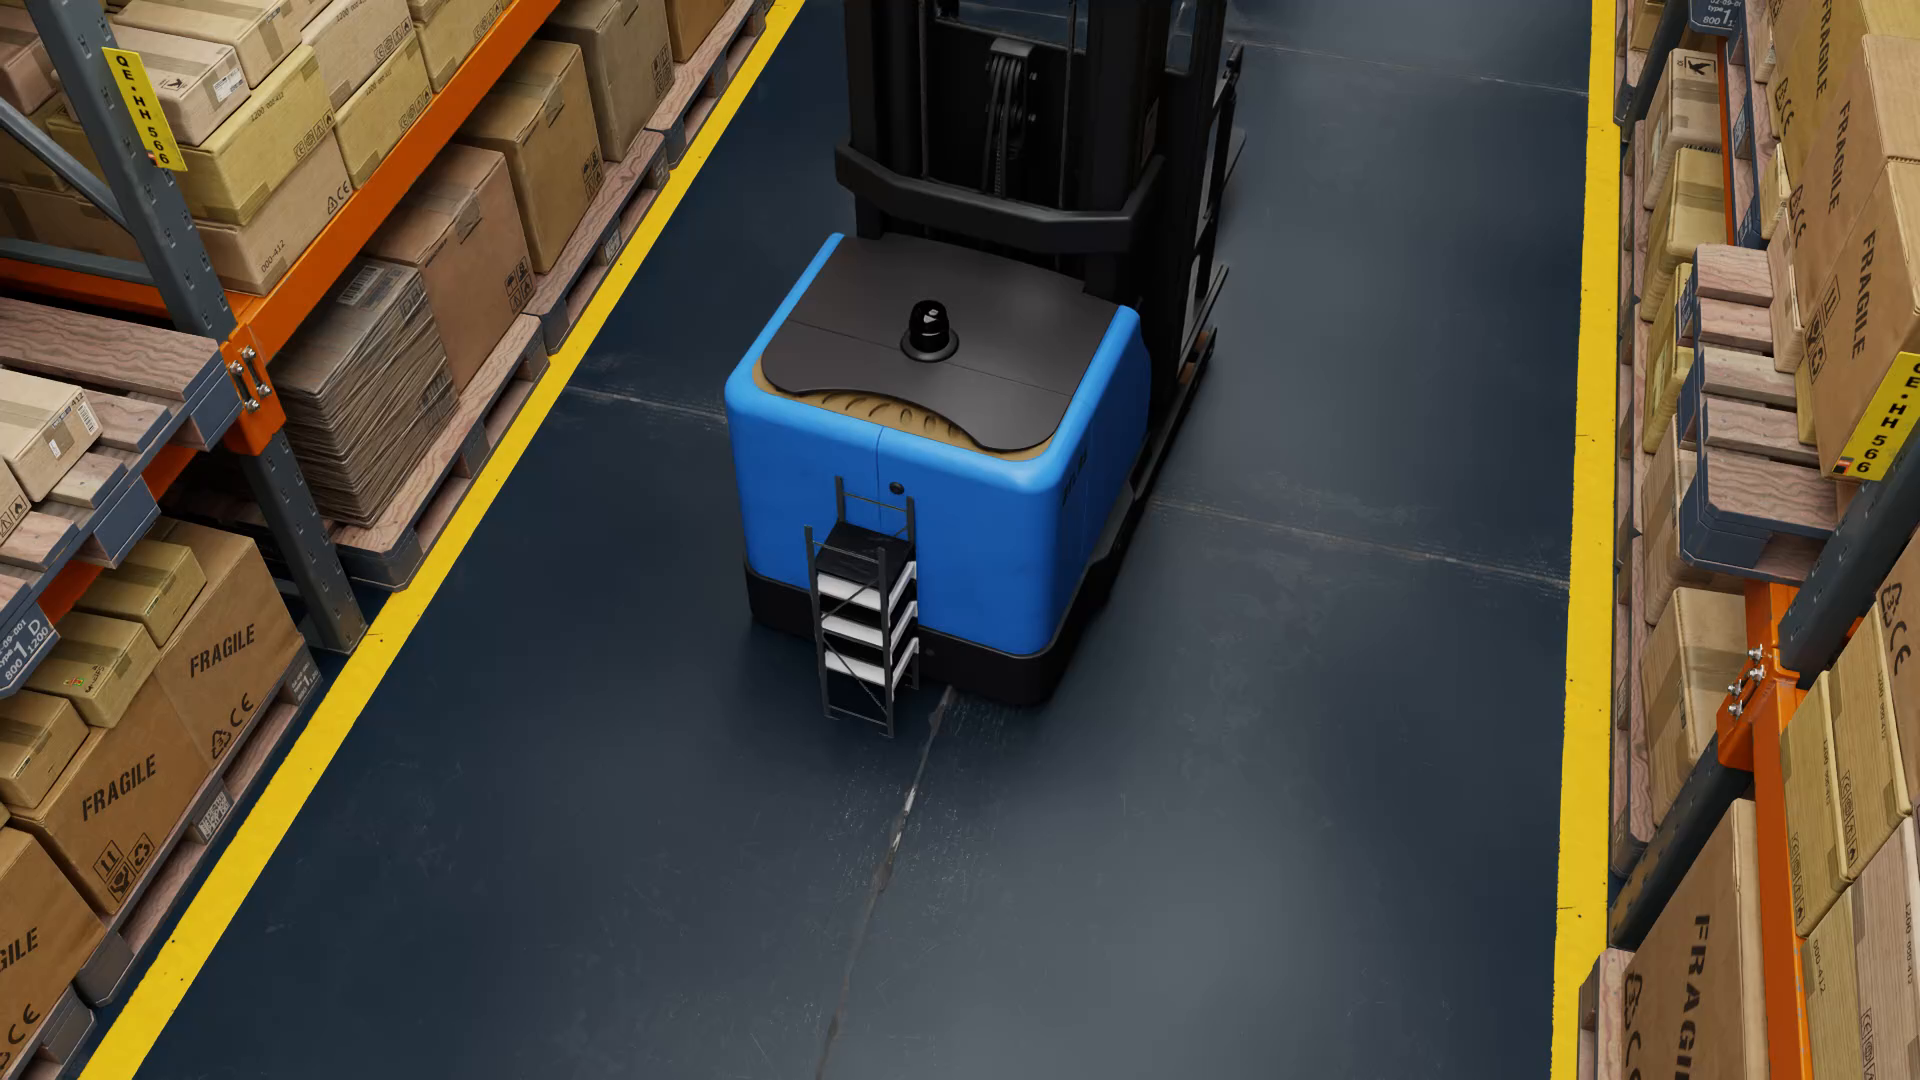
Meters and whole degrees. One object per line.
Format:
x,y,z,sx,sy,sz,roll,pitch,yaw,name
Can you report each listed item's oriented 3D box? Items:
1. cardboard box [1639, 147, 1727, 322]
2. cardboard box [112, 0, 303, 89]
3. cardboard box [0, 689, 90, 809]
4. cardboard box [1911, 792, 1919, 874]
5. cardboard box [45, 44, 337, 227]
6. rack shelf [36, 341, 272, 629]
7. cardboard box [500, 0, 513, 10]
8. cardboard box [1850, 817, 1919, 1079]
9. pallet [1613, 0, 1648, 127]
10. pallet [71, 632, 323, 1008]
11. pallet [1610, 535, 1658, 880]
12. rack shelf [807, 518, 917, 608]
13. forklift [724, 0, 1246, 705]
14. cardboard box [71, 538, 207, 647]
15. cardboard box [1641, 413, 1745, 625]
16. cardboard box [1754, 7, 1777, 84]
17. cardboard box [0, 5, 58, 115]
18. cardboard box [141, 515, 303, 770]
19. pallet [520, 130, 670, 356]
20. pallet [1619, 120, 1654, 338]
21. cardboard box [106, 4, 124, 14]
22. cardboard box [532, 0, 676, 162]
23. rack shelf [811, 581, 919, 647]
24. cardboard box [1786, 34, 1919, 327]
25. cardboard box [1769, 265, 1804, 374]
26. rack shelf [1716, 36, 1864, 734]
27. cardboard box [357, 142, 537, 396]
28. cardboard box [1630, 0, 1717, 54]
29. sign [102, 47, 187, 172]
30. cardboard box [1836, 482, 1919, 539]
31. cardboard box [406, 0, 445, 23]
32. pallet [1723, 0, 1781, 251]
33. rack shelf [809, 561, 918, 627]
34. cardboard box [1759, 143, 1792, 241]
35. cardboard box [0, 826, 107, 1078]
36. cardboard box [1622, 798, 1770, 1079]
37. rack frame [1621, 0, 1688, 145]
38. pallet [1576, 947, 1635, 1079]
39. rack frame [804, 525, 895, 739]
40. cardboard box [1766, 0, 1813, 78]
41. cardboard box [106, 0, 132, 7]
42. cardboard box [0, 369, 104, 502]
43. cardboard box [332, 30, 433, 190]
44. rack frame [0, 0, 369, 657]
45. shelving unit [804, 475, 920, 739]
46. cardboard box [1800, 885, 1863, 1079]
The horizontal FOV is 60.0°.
3.071,-1.041,6.140,0.950,0.372,0.625,14,50,12,cardboard box
-2.013,-1.369,4.458,0.380,0.149,0.250,13,50,11,cardboard box
-2.489,0.511,4.253,0.380,0.149,0.250,10,49,9,cardboard box
1.853,0.527,2.551,0.500,0.500,0.500,12,50,10,cardboard box
-2.073,-1.139,4.521,0.500,0.250,0.500,12,50,10,cardboard box
-2.976,0.929,3.409,1.077,0.370,4.000,12,50,10,rack shelf
-1.693,-2.090,5.694,0.500,0.250,0.500,13,50,11,cardboard box
1.831,0.797,2.812,0.500,0.250,0.500,13,50,11,cardboard box
3.535,-2.242,7.588,1.003,0.211,1.213,12,50,10,pallet
-2.683,0.700,4.991,1.003,0.211,1.213,12,50,10,pallet
2.547,0.579,5.098,1.003,0.211,1.213,12,50,10,pallet
-0.280,0.064,4.778,0.258,0.077,0.200,17,51,14,rack shelf
0.324,-1.582,5.191,1.130,2.935,3.031,17,51,14,forklift
-2.335,0.126,4.593,0.380,0.149,0.250,9,49,8,cardboard box
2.685,0.010,5.213,0.950,0.372,0.625,11,49,9,cardboard box
2.573,-1.453,4.919,0.380,0.149,0.250,13,50,11,cardboard box
-2.559,-1.278,4.378,0.380,0.149,0.250,13,50,11,cardboard box
-2.354,0.281,4.888,0.500,0.500,0.500,13,50,11,cardboard box
-1.872,-1.300,6.756,1.003,0.211,1.213,12,50,10,pallet
3.189,-1.186,6.656,1.003,0.211,1.213,12,50,10,pallet
-2.467,-1.621,4.947,0.500,0.250,0.500,12,50,10,cardboard box
-1.735,-2.062,6.873,0.875,0.625,0.625,11,50,10,cardboard box
-0.280,0.183,4.913,0.258,0.077,0.200,17,51,14,rack shelf
2.317,-0.809,3.918,0.500,0.500,0.500,11,49,9,cardboard box
2.223,-0.517,4.093,0.380,0.149,0.250,11,50,10,cardboard box
2.866,-0.987,5.100,1.077,0.370,4.000,12,50,10,rack shelf
-2.108,-1.031,5.963,0.875,0.625,0.625,13,50,11,cardboard box
3.289,-2.381,7.405,0.500,0.250,0.500,14,50,12,cardboard box
-1.924,-1.012,3.923,0.100,0.325,0.005,12,50,10,sign
2.199,-0.118,3.741,0.380,0.149,0.250,13,50,11,cardboard box
-1.809,-1.881,5.176,0.500,0.250,0.500,10,49,9,cardboard box
2.821,-1.155,4.897,1.003,0.211,1.213,12,50,10,pallet
-0.280,0.123,4.846,0.258,0.077,0.200,17,51,14,rack shelf
2.356,-0.899,4.431,0.380,0.149,0.250,12,50,11,cardboard box
-2.631,1.020,4.236,0.500,0.500,0.500,14,50,12,cardboard box
2.078,1.269,3.766,0.875,0.875,0.875,11,50,10,cardboard box
3.393,-2.672,6.107,1.000,3.000,0.127,12,50,10,rack frame
2.060,1.700,4.109,1.003,0.211,1.213,12,50,10,pallet
-0.317,0.291,4.893,0.240,0.900,0.006,17,51,14,rack frame
2.593,-1.569,4.589,0.500,0.500,0.500,10,49,8,cardboard box
-2.471,-1.665,4.719,0.380,0.149,0.250,12,50,10,cardboard box
-2.252,-0.260,3.866,0.380,0.149,0.250,12,50,11,cardboard box
-1.960,-1.341,5.033,0.500,0.250,0.500,11,49,9,cardboard box
-2.450,-0.755,4.416,1.000,3.000,0.127,12,50,10,rack frame
-0.280,0.220,4.956,0.258,0.900,0.210,17,51,14,shelving unit
1.850,0.950,3.011,0.500,0.250,0.500,10,49,9,cardboard box
